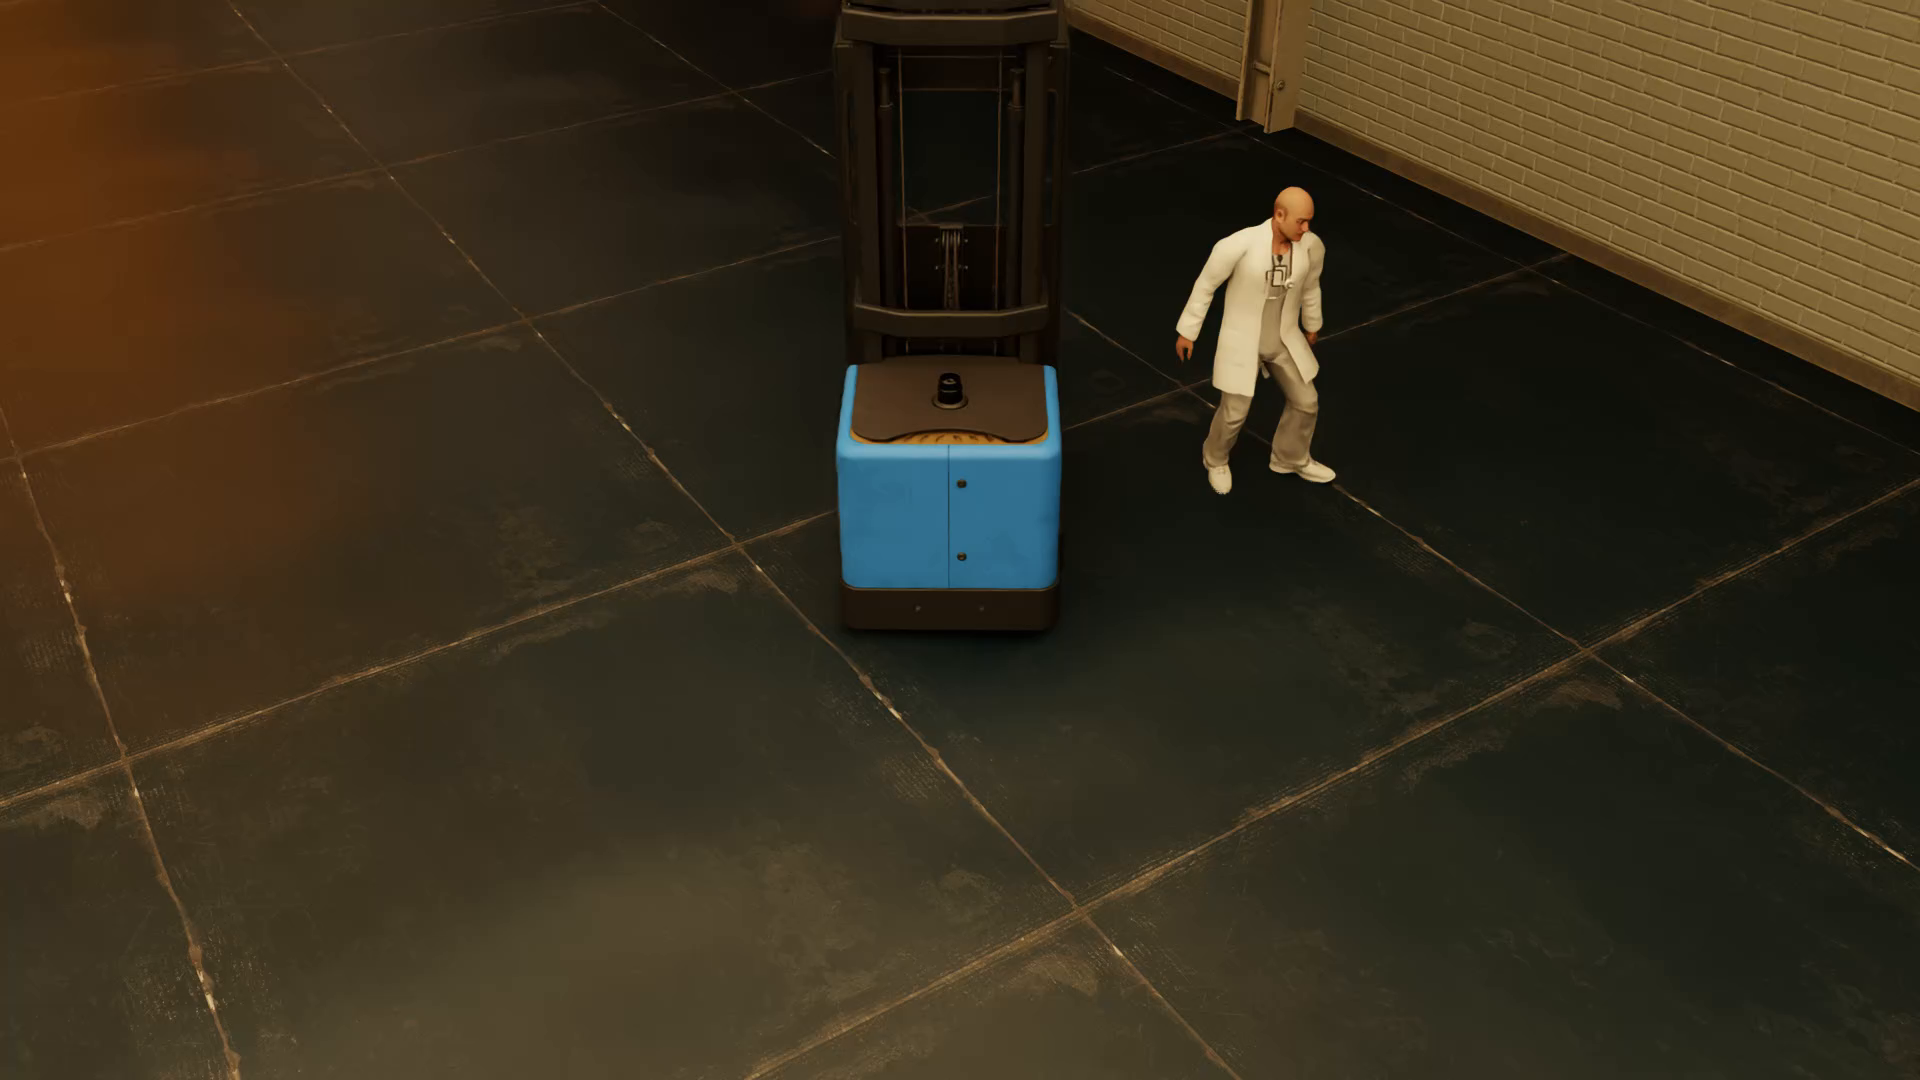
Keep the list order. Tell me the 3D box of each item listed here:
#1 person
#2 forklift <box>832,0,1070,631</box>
[{"bbox_3d":[1.582,-1.050,8.698,0.911,1.749,0.473,-8,36,-11],"label":"person"},{"bbox_3d":[-0.038,-1.579,8.395,1.130,2.935,3.031,0,35,0],"label":"forklift"}]
